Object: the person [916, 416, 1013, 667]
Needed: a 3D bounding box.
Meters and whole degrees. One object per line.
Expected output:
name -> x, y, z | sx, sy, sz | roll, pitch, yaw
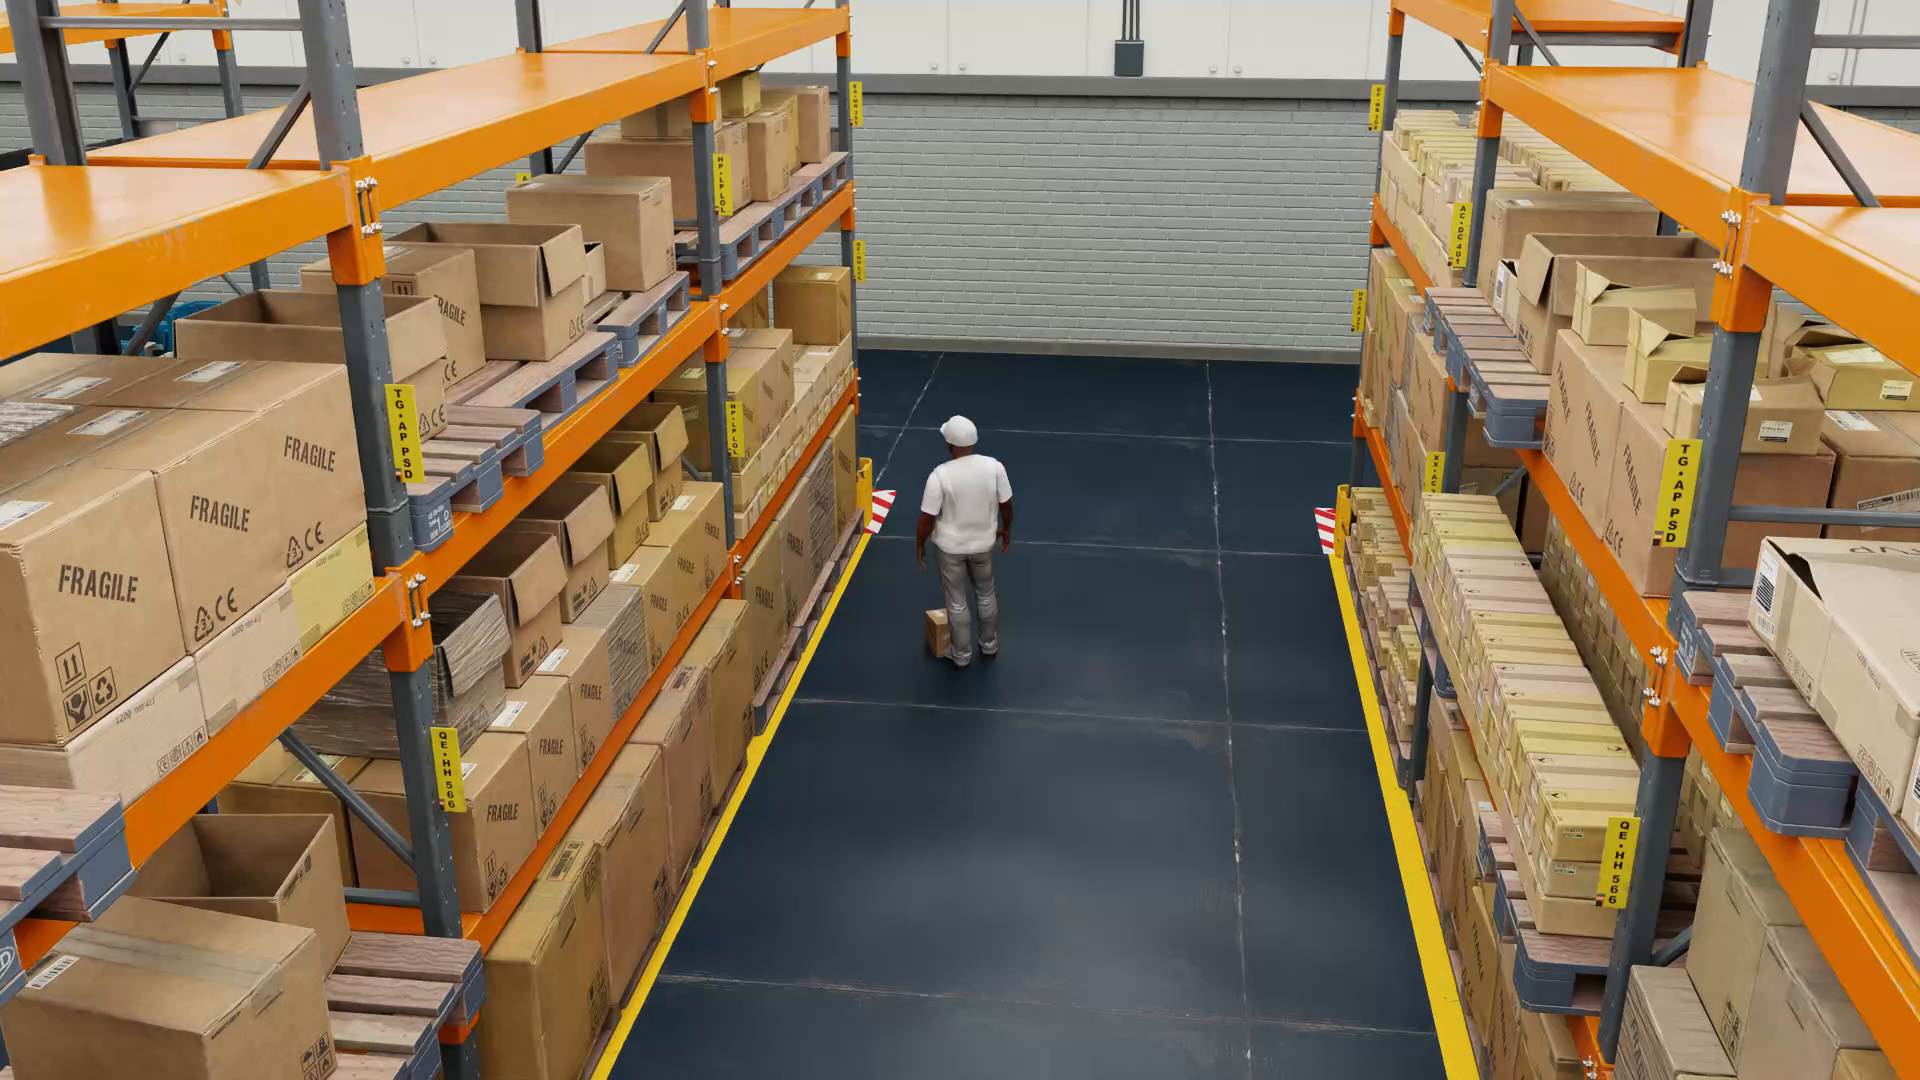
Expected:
person -> 0.008, -0.013, 11.057 | 0.666, 1.765, 0.578 | -7, 22, -16
